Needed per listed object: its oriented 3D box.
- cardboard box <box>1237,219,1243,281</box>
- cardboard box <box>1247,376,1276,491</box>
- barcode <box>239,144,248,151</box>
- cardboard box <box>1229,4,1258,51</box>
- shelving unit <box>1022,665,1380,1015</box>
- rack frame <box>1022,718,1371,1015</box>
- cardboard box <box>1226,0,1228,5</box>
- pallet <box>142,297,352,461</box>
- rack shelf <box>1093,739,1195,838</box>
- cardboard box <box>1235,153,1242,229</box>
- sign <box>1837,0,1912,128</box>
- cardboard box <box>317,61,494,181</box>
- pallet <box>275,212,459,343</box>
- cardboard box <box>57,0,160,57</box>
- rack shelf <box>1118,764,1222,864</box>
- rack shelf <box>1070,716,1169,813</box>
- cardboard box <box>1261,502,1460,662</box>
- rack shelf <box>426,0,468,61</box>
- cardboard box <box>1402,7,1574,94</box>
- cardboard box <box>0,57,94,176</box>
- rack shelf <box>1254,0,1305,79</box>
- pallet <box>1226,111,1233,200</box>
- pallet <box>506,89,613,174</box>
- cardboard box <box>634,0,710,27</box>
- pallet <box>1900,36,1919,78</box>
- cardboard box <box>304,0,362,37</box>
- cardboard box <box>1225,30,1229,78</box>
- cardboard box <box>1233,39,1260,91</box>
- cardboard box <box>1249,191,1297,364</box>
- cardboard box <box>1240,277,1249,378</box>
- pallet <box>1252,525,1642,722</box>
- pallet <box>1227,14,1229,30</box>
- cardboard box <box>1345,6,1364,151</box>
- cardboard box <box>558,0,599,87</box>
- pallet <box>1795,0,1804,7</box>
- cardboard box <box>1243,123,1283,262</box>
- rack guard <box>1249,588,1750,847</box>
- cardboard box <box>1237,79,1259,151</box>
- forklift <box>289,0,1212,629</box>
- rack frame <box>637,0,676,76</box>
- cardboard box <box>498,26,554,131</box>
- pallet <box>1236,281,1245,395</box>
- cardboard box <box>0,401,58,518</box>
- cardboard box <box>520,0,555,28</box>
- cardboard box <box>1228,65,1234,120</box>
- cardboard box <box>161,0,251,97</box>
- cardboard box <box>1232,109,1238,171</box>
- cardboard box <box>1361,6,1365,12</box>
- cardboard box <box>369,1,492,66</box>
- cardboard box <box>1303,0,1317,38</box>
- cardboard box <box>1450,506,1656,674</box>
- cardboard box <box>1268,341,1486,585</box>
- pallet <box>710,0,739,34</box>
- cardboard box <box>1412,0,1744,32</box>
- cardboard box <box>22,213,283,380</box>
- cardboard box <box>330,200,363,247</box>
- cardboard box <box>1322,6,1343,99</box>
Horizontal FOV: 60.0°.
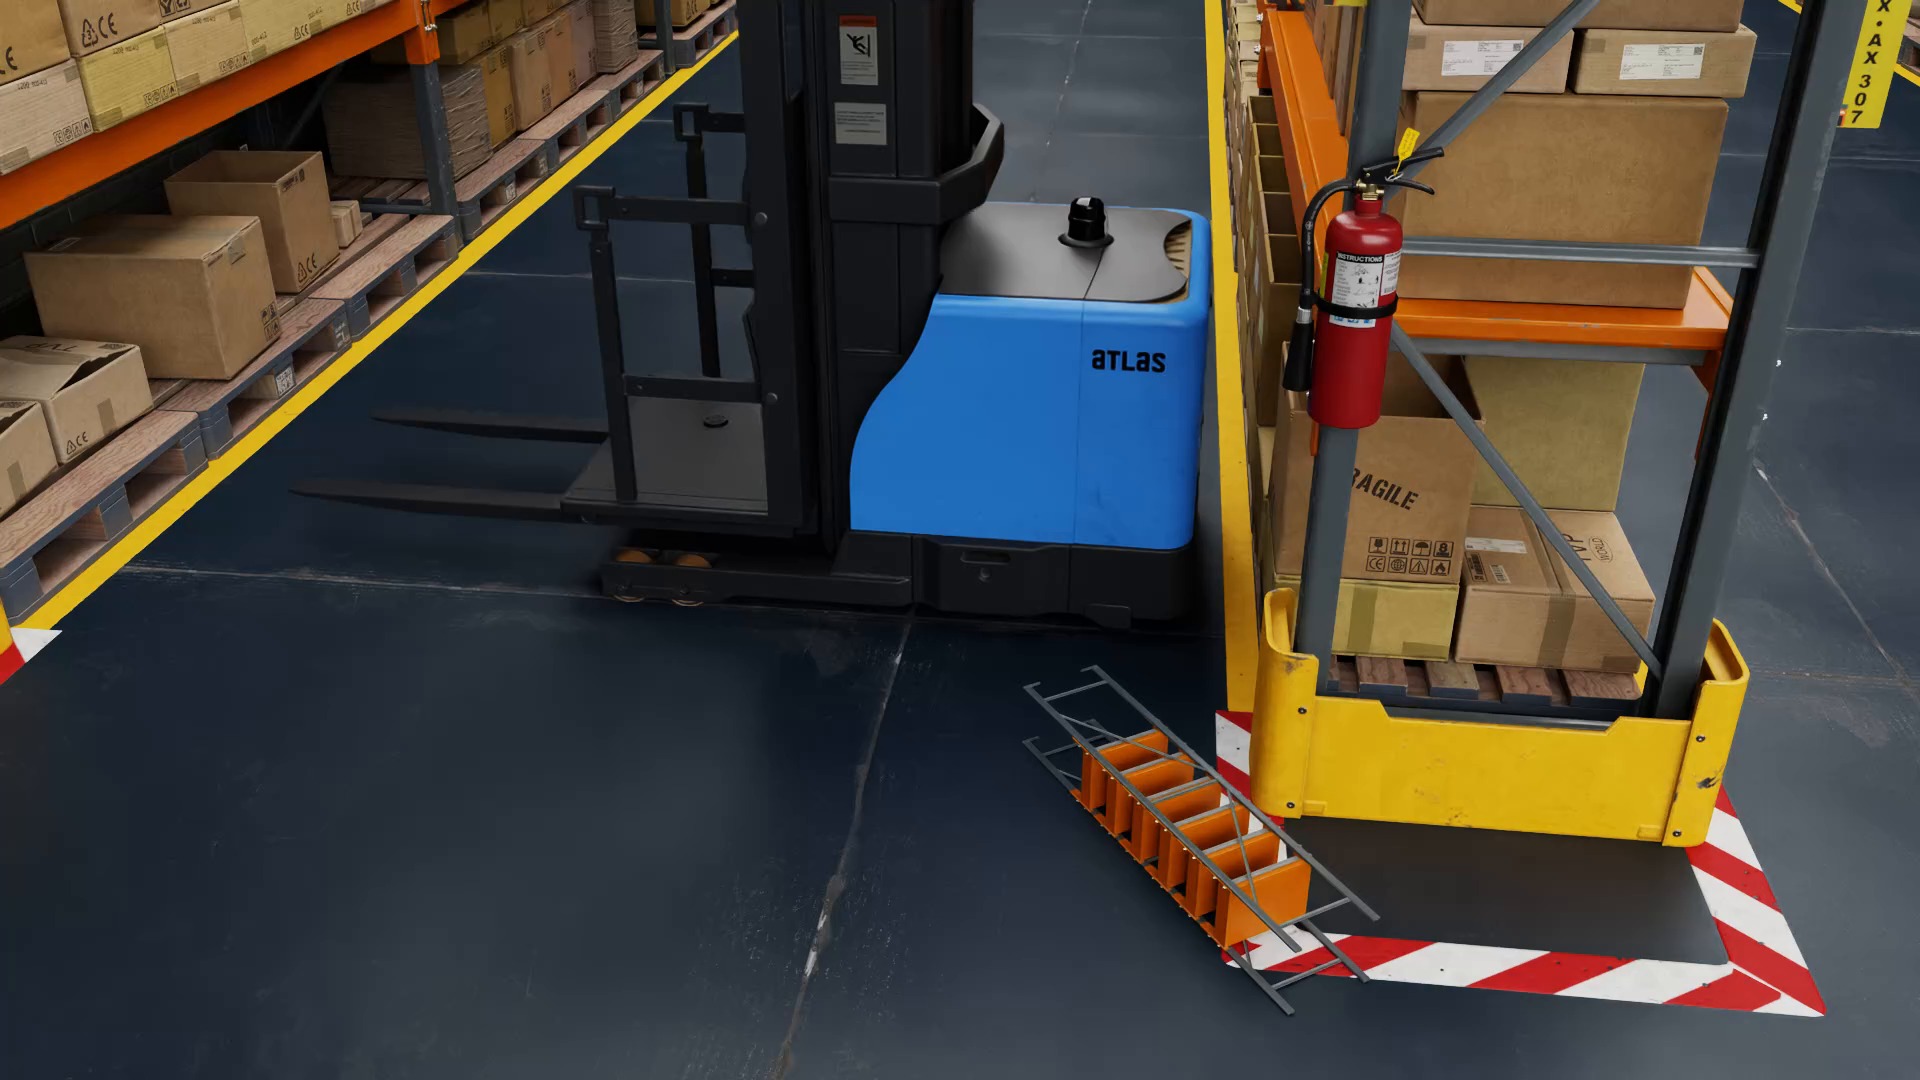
[{"bbox_3d":[1.511,-1.309,7.474,0.500,0.250,0.500,3,28,6],"label":"cardboard box"},{"bbox_3d":[1.260,-0.368,5.727,0.500,0.250,0.500,3,28,6],"label":"cardboard box"},{"bbox_3d":[-3.353,-1.815,7.791,0.001,0.075,0.075,3,28,6],"label":"barcode"},{"bbox_3d":[1.947,-3.162,10.322,0.500,0.311,0.500,3,28,5],"label":"cardboard box"},{"bbox_3d":[0.562,0.712,4.224,0.258,0.189,1.200,-14,31,-25],"label":"shelving unit"},{"bbox_3d":[0.562,0.793,4.267,0.240,0.006,1.200,-14,31,-25],"label":"rack frame"},{"bbox_3d":[2.362,-4.456,13.031,0.500,0.500,0.500,2,28,4],"label":"cardboard box"},{"bbox_3d":[-3.243,-0.700,6.826,1.003,0.211,1.213,3,28,6],"label":"pallet"},{"bbox_3d":[0.485,0.644,4.351,0.258,0.180,0.103,-14,31,-25],"label":"rack shelf"},{"bbox_3d":[1.631,-1.722,8.240,0.500,0.250,0.500,3,28,6],"label":"cardboard box"},{"bbox_3d":[1.928,-1.033,3.509,0.100,0.325,0.005,3,28,6],"label":"sign"},{"bbox_3d":[-2.975,-2.262,8.958,0.700,0.500,0.500,4,29,8],"label":"cardboard box"},{"bbox_3d":[-3.096,-1.276,7.895,1.003,0.211,1.213,3,28,6],"label":"pallet"},{"bbox_3d":[-3.042,-1.894,5.449,0.500,0.500,0.500,2,28,5],"label":"cardboard box"},{"bbox_3d":[0.541,0.694,4.258,0.258,0.180,0.103,-14,31,-25],"label":"rack shelf"},{"bbox_3d":[0.428,0.593,4.444,0.258,0.180,0.103,-14,31,-25],"label":"rack shelf"},{"bbox_3d":[1.151,0.103,4.852,0.500,0.250,0.500,3,28,6],"label":"cardboard box"},{"bbox_3d":[-2.803,-3.446,9.743,1.077,0.370,4.000,3,28,6],"label":"rack shelf"},{"bbox_3d":[1.236,-1.173,3.975,0.380,0.149,0.250,3,28,5],"label":"cardboard box"},{"bbox_3d":[-3.114,-1.338,5.208,0.500,0.250,0.500,2,28,5],"label":"cardboard box"},{"bbox_3d":[2.113,-3.160,9.212,1.077,0.370,4.000,3,28,6],"label":"rack shelf"},{"bbox_3d":[2.067,-2.233,9.672,1.003,0.211,1.213,3,28,6],"label":"pallet"},{"bbox_3d":[-2.808,-2.536,10.235,1.003,0.211,1.213,3,28,6],"label":"pallet"},{"bbox_3d":[-2.338,-4.281,12.358,0.750,0.750,0.750,3,28,6],"label":"cardboard box"},{"bbox_3d":[7.329,-3.275,11.606,1.003,0.211,1.213,3,28,6],"label":"pallet"},{"bbox_3d":[-2.875,-2.290,6.974,0.500,0.250,0.500,3,29,6],"label":"cardboard box"},{"bbox_3d":[2.003,-3.163,10.915,0.500,0.250,0.500,3,28,6],"label":"cardboard box"},{"bbox_3d":[1.820,-2.680,9.428,0.500,0.311,0.500,3,28,6],"label":"cardboard box"},{"bbox_3d":[1.319,-0.934,5.986,0.500,0.500,0.500,3,28,6],"label":"cardboard box"},{"bbox_3d":[1.378,-0.839,6.601,0.500,0.250,0.500,3,28,6],"label":"cardboard box"},{"bbox_3d":[1.430,0.213,5.133,1.003,0.211,1.213,3,28,6],"label":"pallet"},{"bbox_3d":[2.639,-4.112,13.161,1.003,0.211,1.213,3,28,6],"label":"pallet"},{"bbox_3d":[1.574,-1.396,5.074,0.700,0.500,0.500,4,29,7],"label":"cardboard box"},{"bbox_3d":[-2.773,-3.220,10.736,0.700,0.500,0.500,3,28,6],"label":"cardboard box"},{"bbox_3d":[7.628,-4.423,13.738,1.003,0.211,1.213,3,28,6],"label":"pallet"},{"bbox_3d":[1.447,-1.404,6.859,0.500,0.500,0.500,3,28,6],"label":"cardboard box"},{"bbox_3d":[1.375,0.459,4.370,1.175,0.500,0.348,3,28,6],"label":"rack guard"},{"bbox_3d":[1.691,-2.209,8.553,0.500,0.311,0.500,4,29,8],"label":"cardboard box"},{"bbox_3d":[-0.716,-1.319,5.107,3.031,2.935,1.130,4,29,7],"label":"forklift"},{"bbox_3d":[-2.558,-4.704,11.320,1.000,3.000,0.127,3,28,6],"label":"rack frame"},{"bbox_3d":[-2.859,-2.746,9.856,0.700,0.500,0.500,4,29,7],"label":"cardboard box"},{"bbox_3d":[1.729,-0.936,7.265,1.003,0.211,1.213,3,28,6],"label":"pallet"},{"bbox_3d":[-3.364,-0.269,5.458,0.500,0.311,0.500,0,28,0],"label":"cardboard box"},{"bbox_3d":[-2.785,-3.279,10.054,0.500,0.250,0.500,3,28,6],"label":"cardboard box"},{"bbox_3d":[1.884,-2.681,10.021,0.500,0.250,0.500,3,28,5],"label":"cardboard box"},{"bbox_3d":[-2.982,-1.815,6.094,0.500,0.250,0.500,4,29,7],"label":"cardboard box"},{"bbox_3d":[1.757,-2.201,9.128,0.500,0.250,0.500,4,29,7],"label":"cardboard box"},{"bbox_3d":[1.331,-1.535,4.647,0.380,0.149,0.250,4,29,7],"label":"cardboard box"},{"bbox_3d":[-2.924,-2.800,9.165,0.500,0.250,0.500,3,28,5],"label":"cardboard box"},{"bbox_3d":[1.820,-2.370,6.881,0.700,0.500,0.500,3,28,5],"label":"cardboard box"},{"bbox_3d":[1.665,0.134,4.796,0.500,0.250,0.500,3,28,6],"label":"cardboard box"},{"bbox_3d":[1.149,-0.227,4.674,0.500,0.500,0.500,3,28,6],"label":"cardboard box"},{"bbox_3d":[-2.235,-4.416,13.725,1.003,0.211,1.213,3,28,6],"label":"pallet"},{"bbox_3d":[1.455,-1.512,3.920,0.700,0.500,0.500,3,29,6],"label":"cardboard box"},{"bbox_3d":[-3.155,-0.963,6.547,0.700,0.500,0.500,2,28,3],"label":"cardboard box"},{"bbox_3d":[-3.084,-1.514,7.922,0.380,0.166,0.250,0,28,0],"label":"cardboard box"},{"bbox_3d":[1.697,-1.886,5.982,0.700,0.500,0.500,4,29,7],"label":"cardboard box"}]
